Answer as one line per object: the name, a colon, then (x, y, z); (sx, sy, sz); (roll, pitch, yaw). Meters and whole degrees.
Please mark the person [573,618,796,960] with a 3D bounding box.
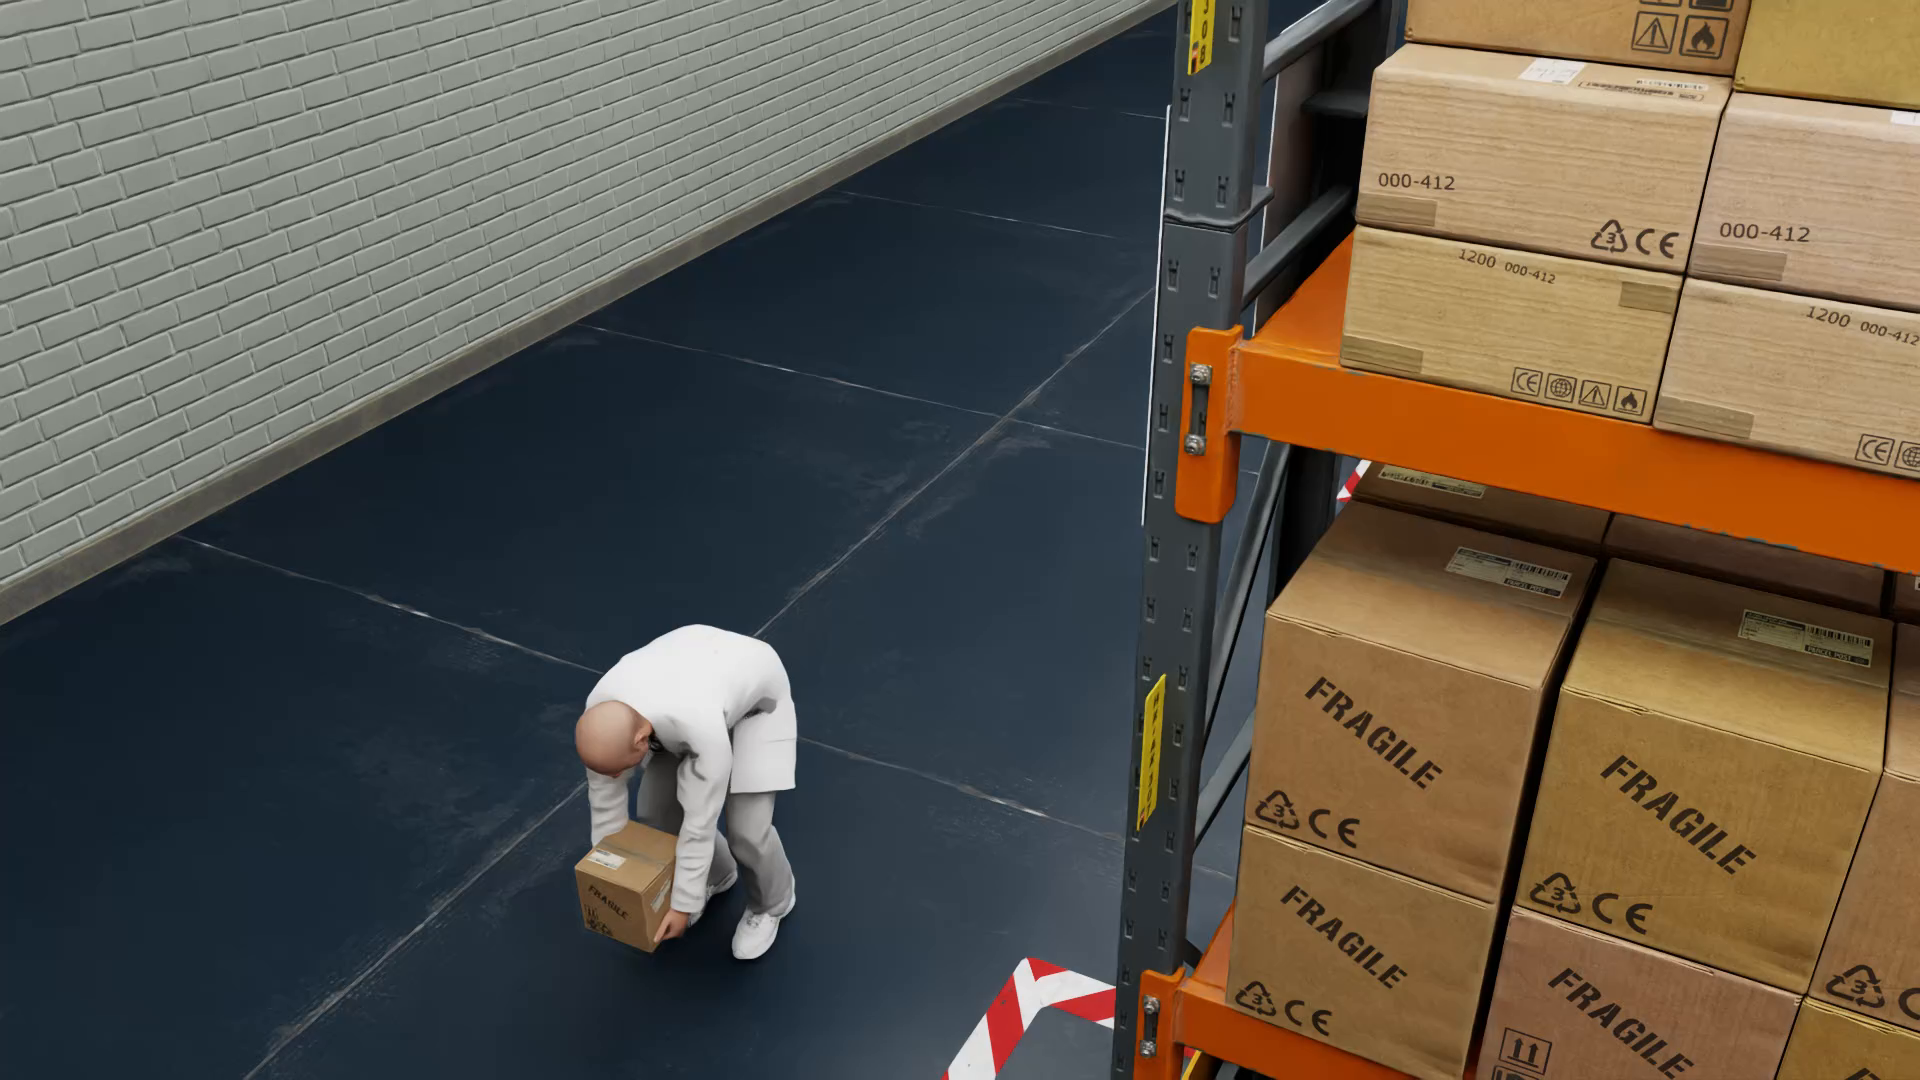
person: (-0.862, 0.810, 5.217); (0.568, 1.290, 0.900); (13, 32, 22)
